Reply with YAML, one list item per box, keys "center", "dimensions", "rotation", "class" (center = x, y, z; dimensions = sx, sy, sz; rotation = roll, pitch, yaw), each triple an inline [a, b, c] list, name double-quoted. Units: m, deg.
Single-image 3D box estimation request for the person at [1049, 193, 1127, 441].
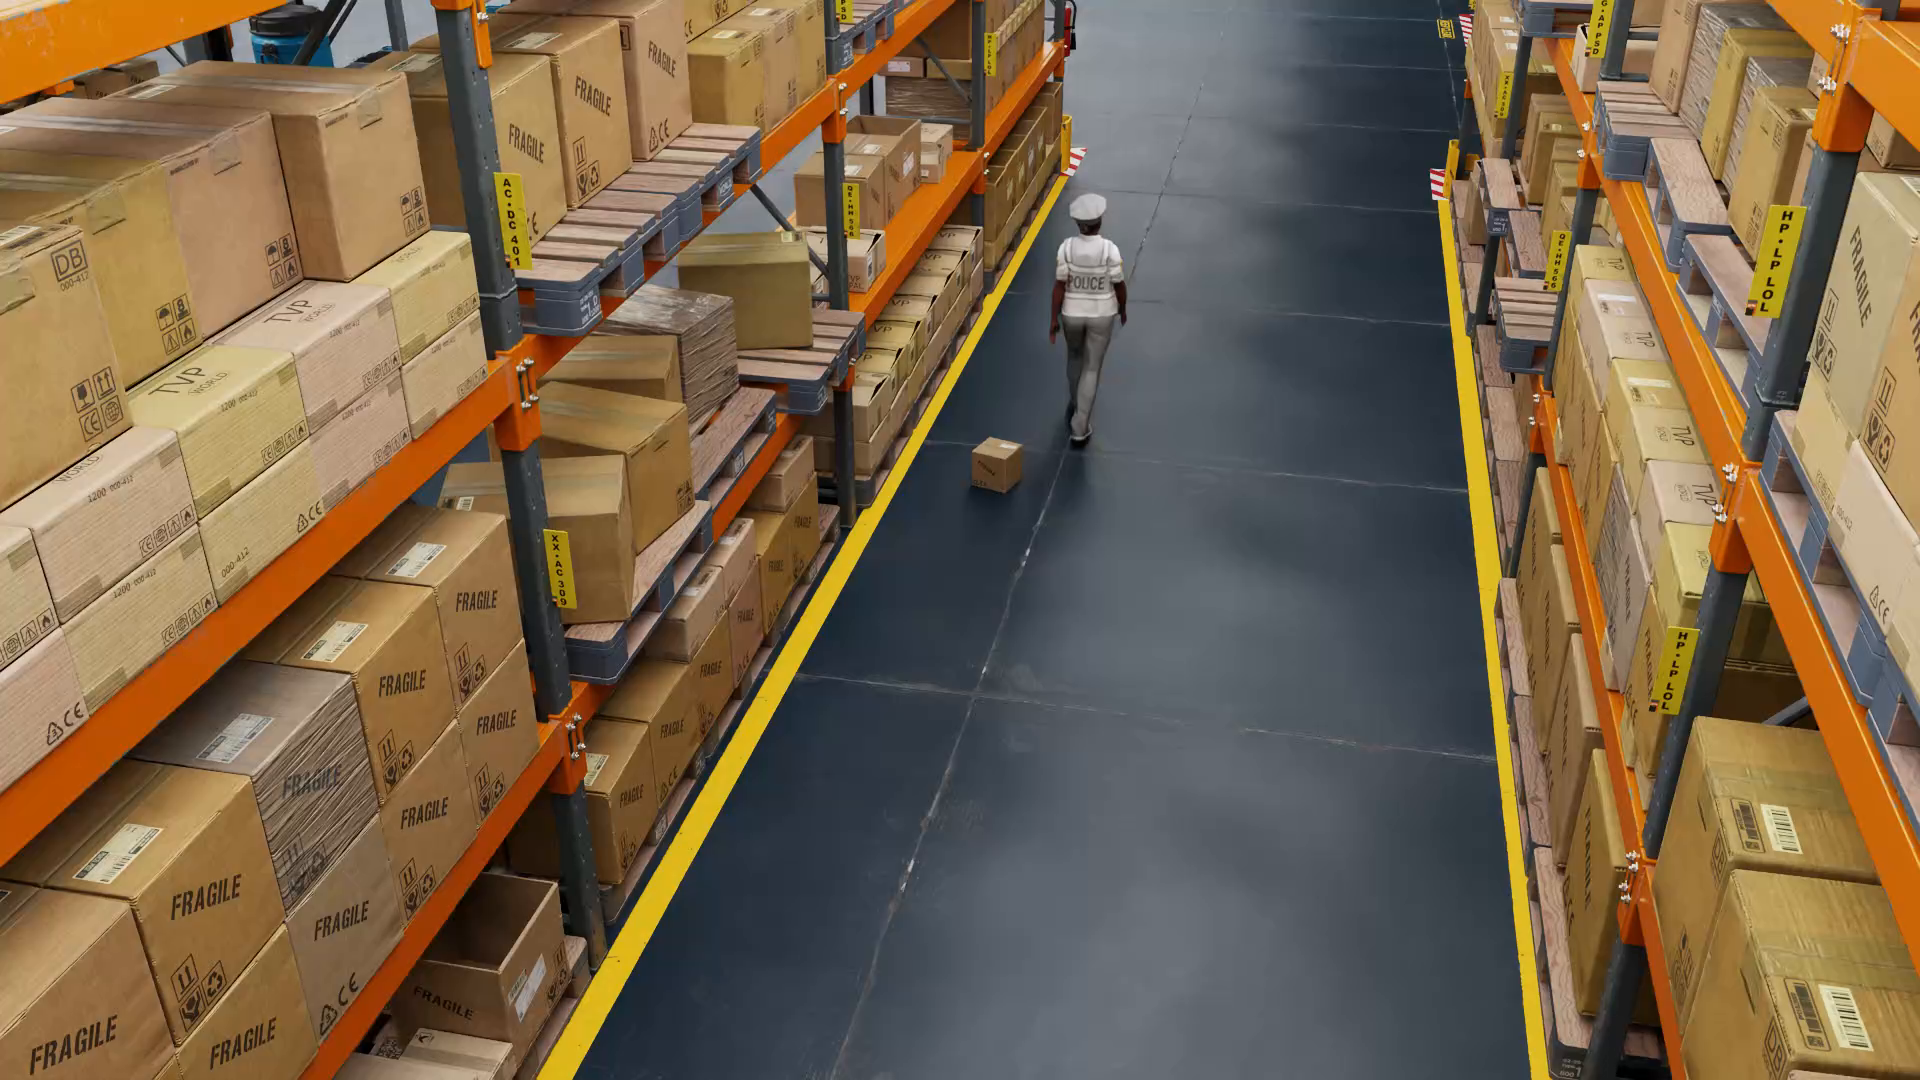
- center: [0.899, -1.568, 11.403]
  dimensions: [0.484, 1.676, 0.860]
  rotation: [8, 30, 15]
  class: "person"
